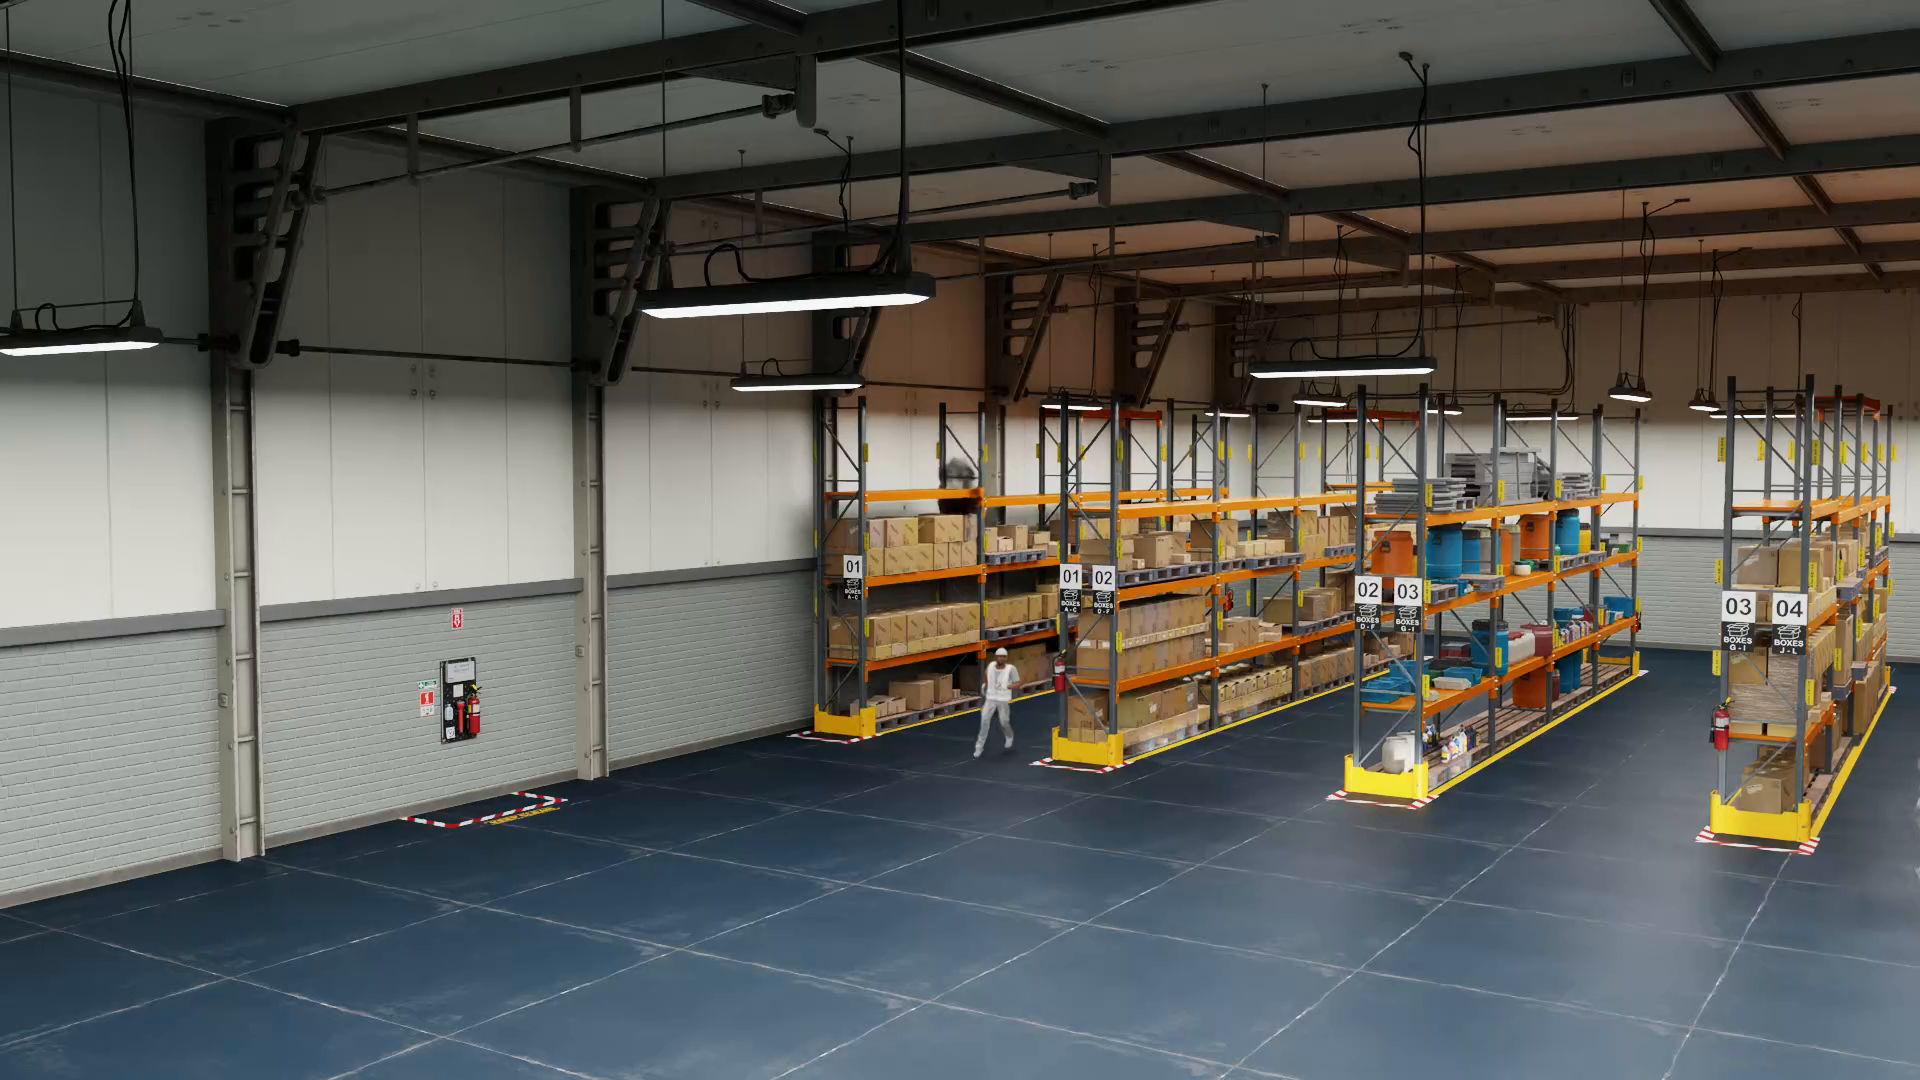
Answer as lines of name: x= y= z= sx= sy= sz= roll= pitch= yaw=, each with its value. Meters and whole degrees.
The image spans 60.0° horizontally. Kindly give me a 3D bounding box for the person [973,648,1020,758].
person: x=0.657 y=2.667 z=27.581 sx=0.699 sy=1.773 sz=1.000 roll=1 pitch=3 yaw=18
